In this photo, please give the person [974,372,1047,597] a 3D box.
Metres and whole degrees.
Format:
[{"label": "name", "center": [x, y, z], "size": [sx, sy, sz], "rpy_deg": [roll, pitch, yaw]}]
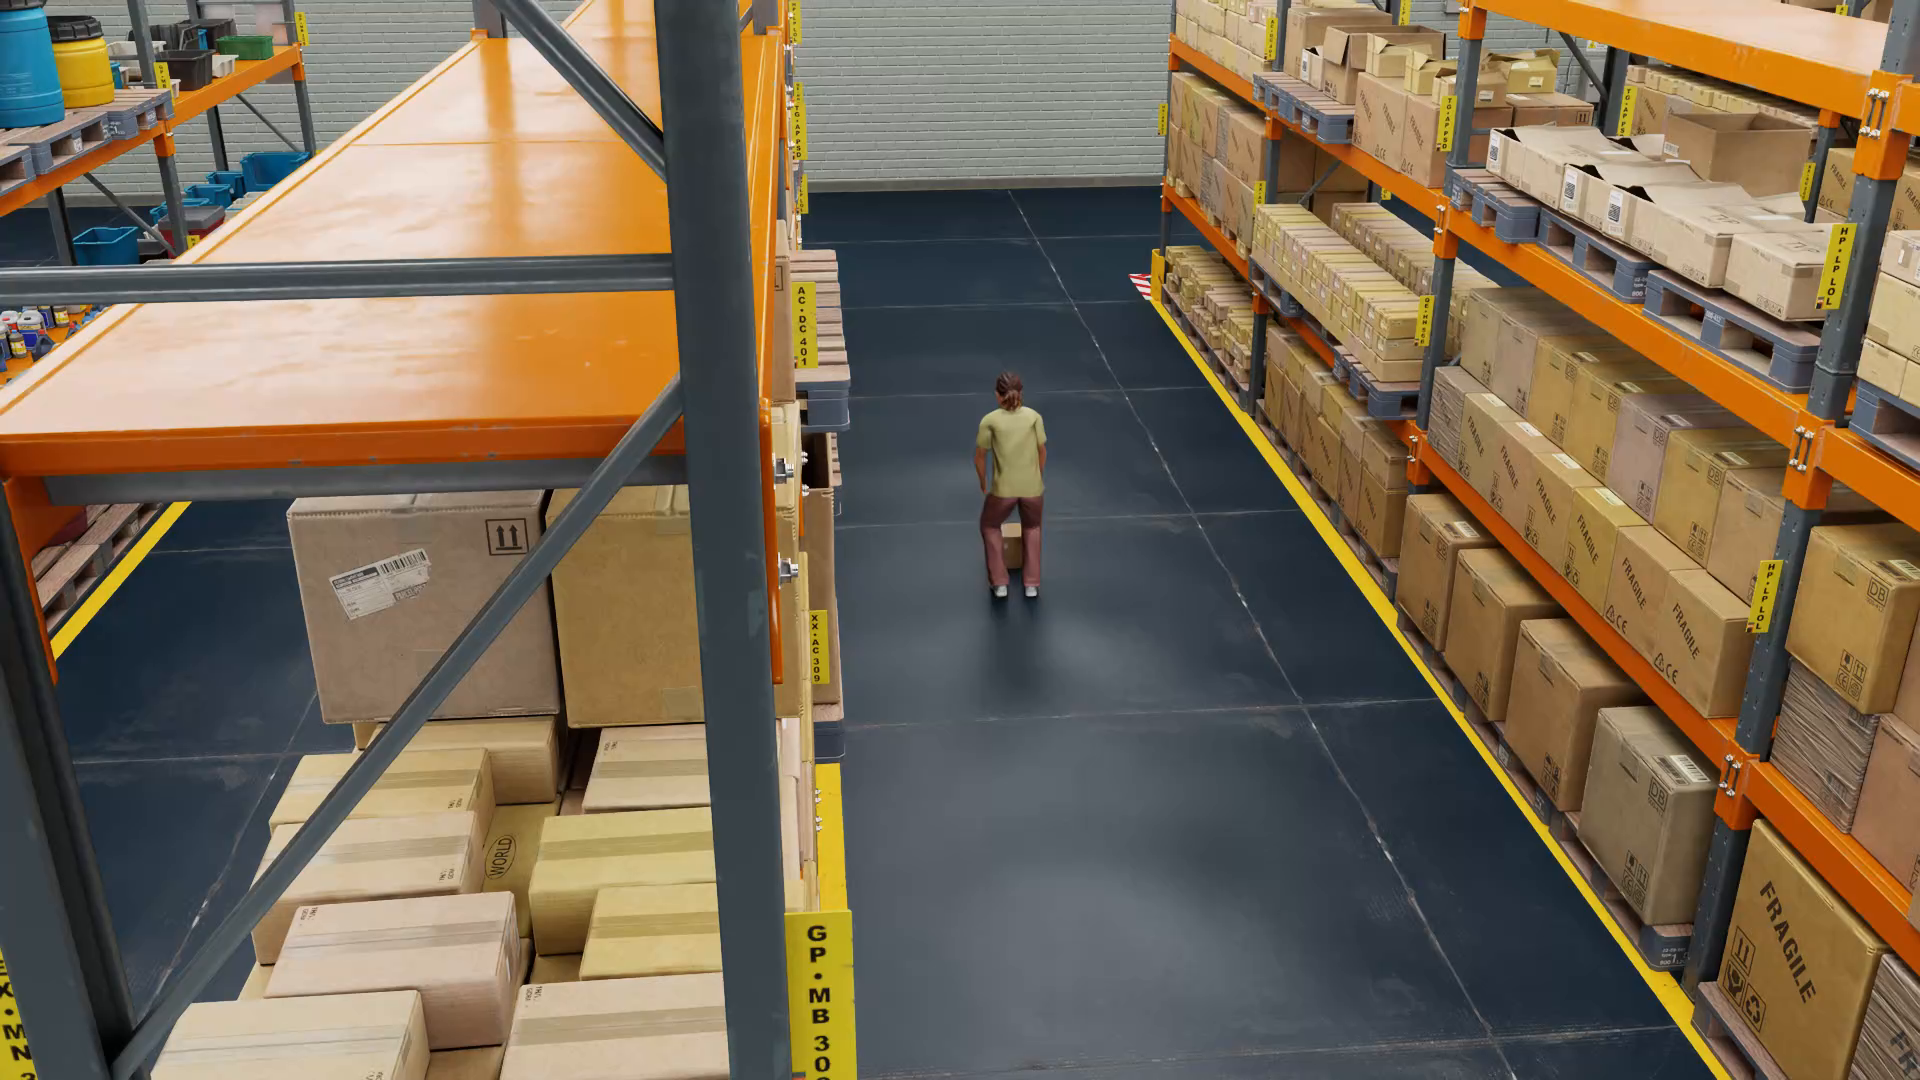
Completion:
[{"label": "person", "center": [0.342, -0.361, 11.311], "size": [0.494, 1.536, 0.511], "rpy_deg": [-2, 24, -4]}]
